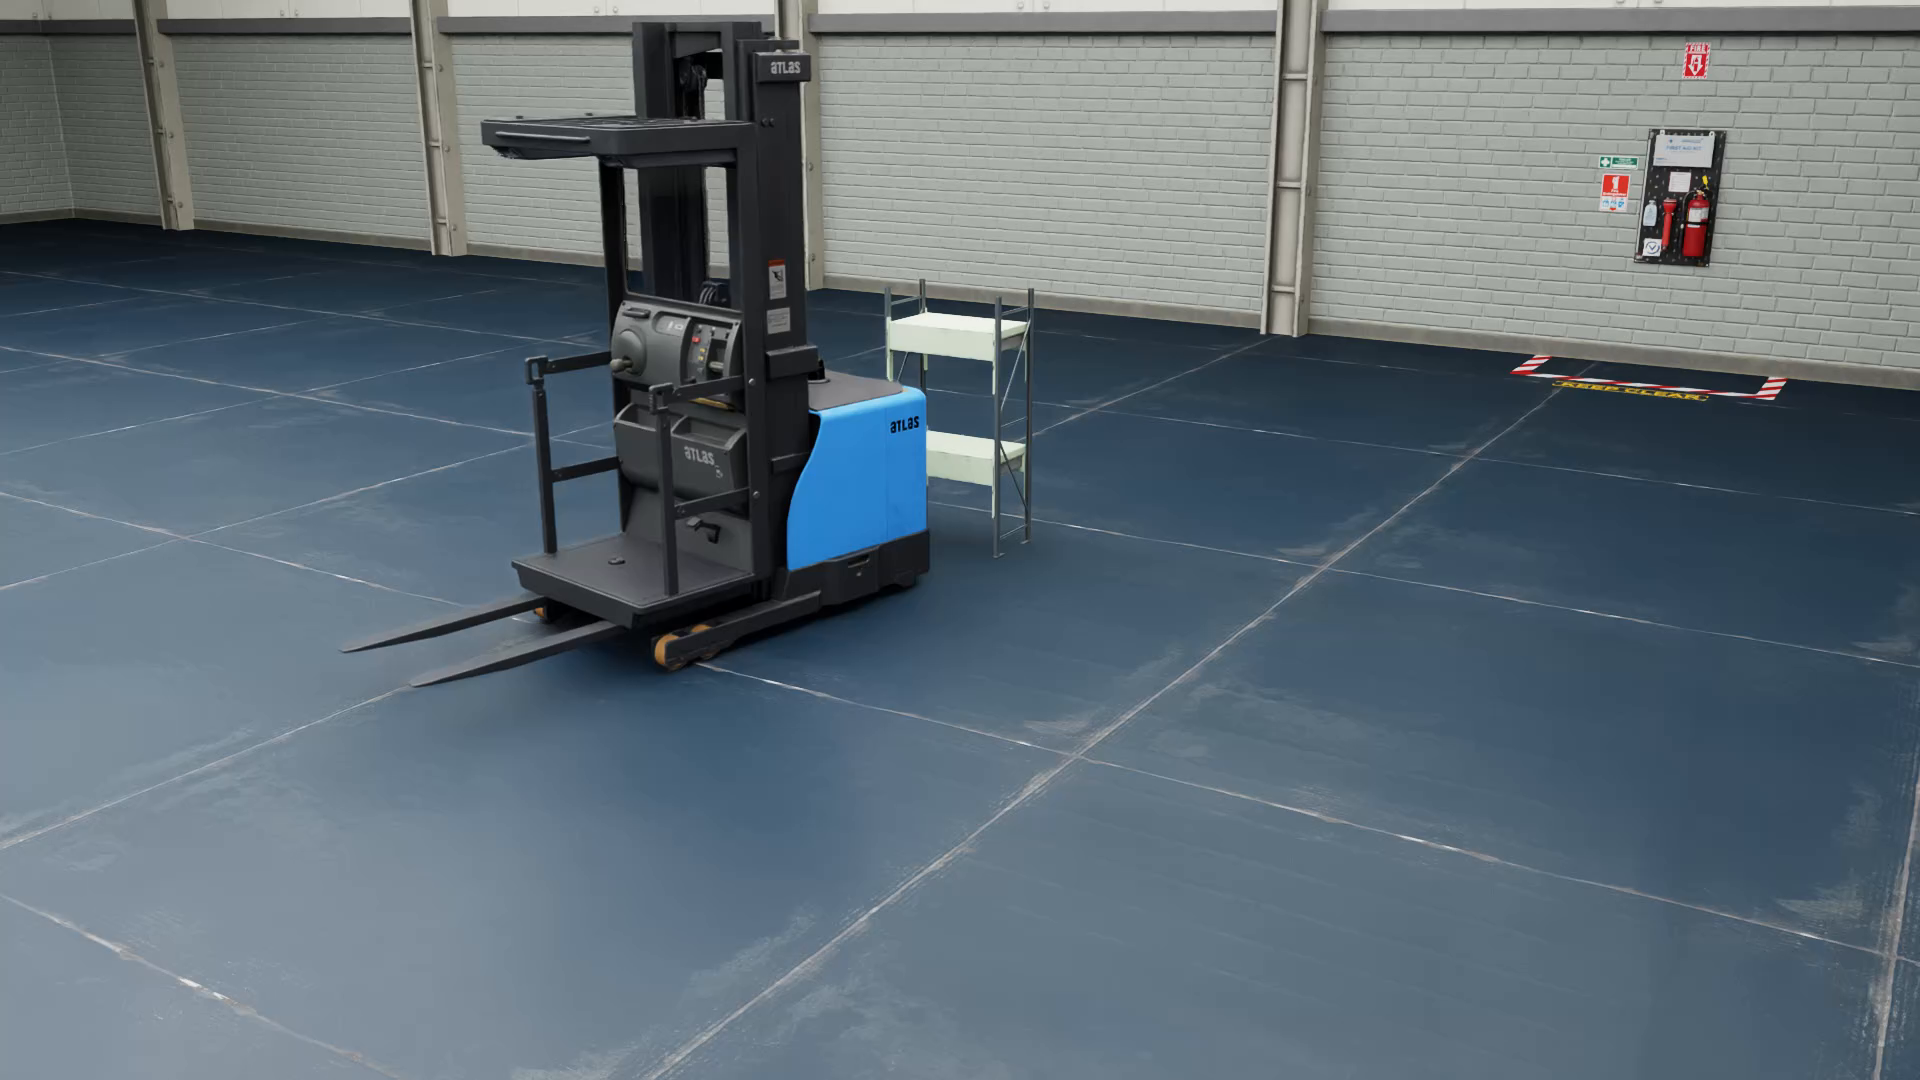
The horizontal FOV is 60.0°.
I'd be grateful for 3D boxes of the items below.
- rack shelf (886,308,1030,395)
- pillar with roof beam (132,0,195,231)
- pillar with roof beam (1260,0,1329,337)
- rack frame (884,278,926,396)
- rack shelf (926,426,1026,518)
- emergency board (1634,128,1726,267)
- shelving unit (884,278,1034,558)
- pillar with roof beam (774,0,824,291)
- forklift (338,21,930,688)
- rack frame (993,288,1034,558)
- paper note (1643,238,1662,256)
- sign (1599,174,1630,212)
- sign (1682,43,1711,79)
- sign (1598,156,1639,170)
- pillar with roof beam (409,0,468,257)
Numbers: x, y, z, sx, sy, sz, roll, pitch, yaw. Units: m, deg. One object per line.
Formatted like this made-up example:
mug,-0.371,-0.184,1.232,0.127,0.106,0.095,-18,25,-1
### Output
rack shelf,-0.006,-1.092,9.553,0.720,0.370,0.431,10,20,30
pillar with roof beam,-14.331,-8.056,20.919,0.400,9.000,9.100,10,20,30
pillar with roof beam,1.007,-5.318,11.906,0.400,9.000,9.100,10,20,30
rack frame,-0.318,-0.774,9.850,0.023,1.500,0.400,10,20,30
rack shelf,-0.006,-0.407,9.761,0.720,0.370,0.431,10,20,30
emergency board,6.287,-2.986,14.552,0.643,1.169,0.194,10,20,30
shelving unit,-0.006,-0.719,9.667,0.755,1.500,0.431,10,20,30
pillar with roof beam,-4.106,-6.231,14.910,0.400,9.000,9.100,10,20,30
forklift,-1.534,-0.955,7.984,1.130,2.935,3.031,15,22,41
rack frame,0.306,-0.663,9.483,0.023,1.500,0.400,10,20,30
paper note,6.172,-2.609,14.825,0.142,0.148,0.016,10,20,30
sign,5.869,-3.113,14.908,0.234,0.329,0.001,10,20,30
sign,6.332,-4.122,14.300,0.199,0.298,0.001,10,20,30
sign,5.869,-3.364,14.821,0.331,0.109,0.001,10,20,30
pillar with roof beam,-9.219,-7.143,17.915,0.400,9.000,9.100,10,20,30
